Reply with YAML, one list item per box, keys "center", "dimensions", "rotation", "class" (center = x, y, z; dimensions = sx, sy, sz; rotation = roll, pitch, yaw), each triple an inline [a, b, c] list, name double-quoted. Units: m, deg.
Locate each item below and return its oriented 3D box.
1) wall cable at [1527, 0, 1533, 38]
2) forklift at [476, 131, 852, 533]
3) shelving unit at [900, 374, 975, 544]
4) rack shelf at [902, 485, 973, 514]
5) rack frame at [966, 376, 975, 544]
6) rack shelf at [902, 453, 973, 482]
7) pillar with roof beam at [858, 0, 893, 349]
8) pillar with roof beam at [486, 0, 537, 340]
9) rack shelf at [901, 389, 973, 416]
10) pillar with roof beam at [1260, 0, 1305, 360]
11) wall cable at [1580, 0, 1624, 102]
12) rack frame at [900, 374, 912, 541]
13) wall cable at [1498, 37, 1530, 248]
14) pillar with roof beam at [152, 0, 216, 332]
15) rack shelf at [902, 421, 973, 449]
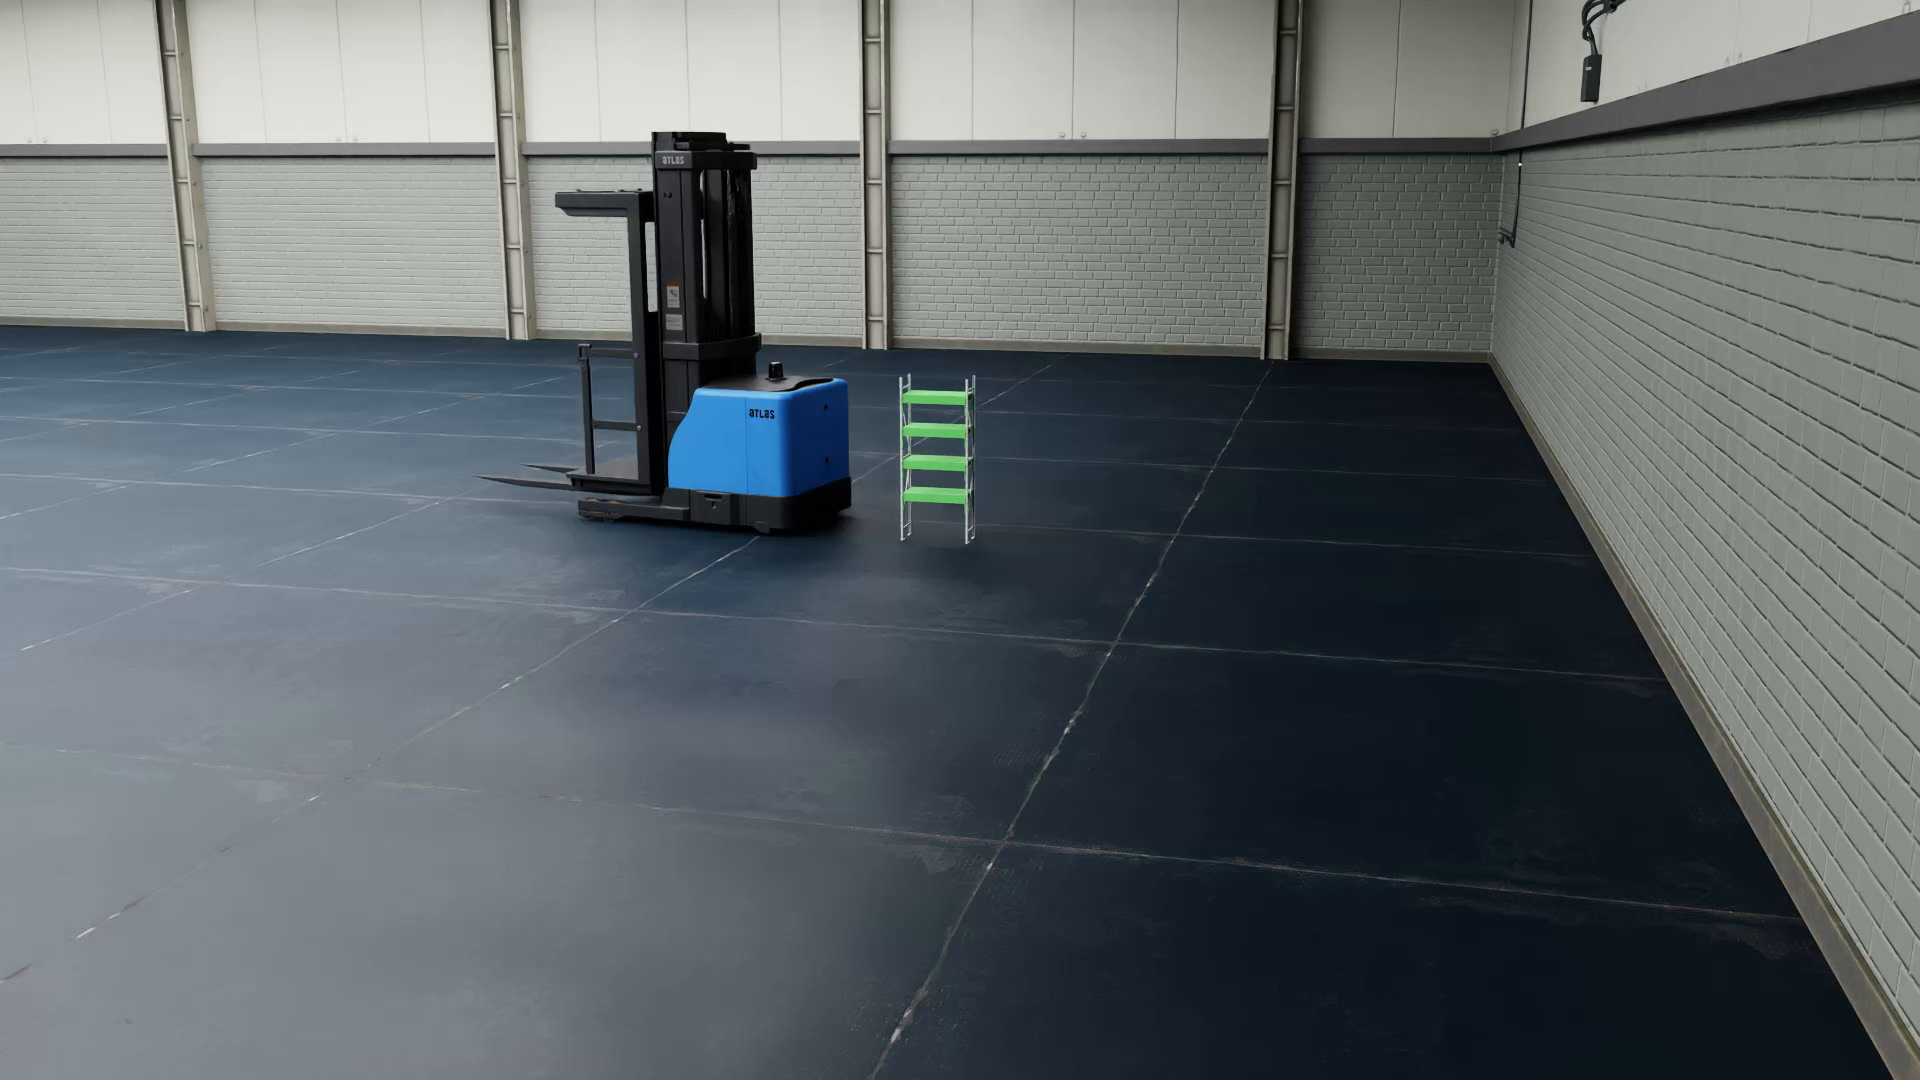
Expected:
- center: [6.458, -6.973, 18.398]
  dimensions: [0.112, 2.526, 3.097]
  rotation: [3, 13, 14]
  class: "wall cable"
- center: [-2.420, -1.668, 12.983]
  dimensions: [3.031, 2.935, 1.130]
  rotation: [5, 14, 23]
  class: "forklift"
- center: [-0.161, -0.594, 12.143]
  dimensions: [0.503, 1.200, 0.258]
  rotation: [3, 13, 14]
  class: "shelving unit"
- center: [-0.161, -0.298, 12.208]
  dimensions: [0.480, 0.148, 0.258]
  rotation: [3, 13, 14]
  class: "rack shelf"
- center: [0.076, -0.582, 12.085]
  dimensions: [0.015, 1.200, 0.240]
  rotation: [3, 13, 14]
  class: "rack frame"
- center: [-0.161, -0.532, 12.156]
  dimensions: [0.480, 0.148, 0.258]
  rotation: [3, 13, 14]
  class: "rack shelf"
- center: [-2.294, -6.430, 20.438]
  dimensions: [0.400, 9.000, 9.100]
  rotation: [3, 13, 14]
  class: "pillar with roof beam"
- center: [-8.119, -6.741, 21.842]
  dimensions: [0.400, 9.000, 9.100]
  rotation: [3, 13, 14]
  class: "pillar with roof beam"
- center: [-0.161, -1.001, 12.052]
  dimensions: [0.480, 0.148, 0.258]
  rotation: [3, 13, 14]
  class: "rack shelf"
- center: [3.531, -6.118, 19.035]
  dimensions: [0.400, 9.000, 9.100]
  rotation: [3, 13, 14]
  class: "pillar with roof beam"
- center: [4.816, -6.257, 11.810]
  dimensions: [0.169, 6.003, 2.305]
  rotation: [3, 13, 14]
  class: "wall cable"
- center: [-0.398, -0.607, 12.200]
  dimensions: [0.015, 1.200, 0.240]
  rotation: [3, 13, 14]
  class: "rack frame"
- center: [7.106, -5.077, 21.509]
  dimensions: [0.112, 2.526, 3.097]
  rotation: [3, 13, 14]
  class: "wall cable"
- center: [-13.944, -7.052, 23.245]
  dimensions: [0.400, 9.000, 9.100]
  rotation: [3, 13, 14]
  class: "pillar with roof beam"
- center: [-0.161, -0.766, 12.104]
  dimensions: [0.480, 0.148, 0.258]
  rotation: [3, 13, 14]
  class: "rack shelf"
